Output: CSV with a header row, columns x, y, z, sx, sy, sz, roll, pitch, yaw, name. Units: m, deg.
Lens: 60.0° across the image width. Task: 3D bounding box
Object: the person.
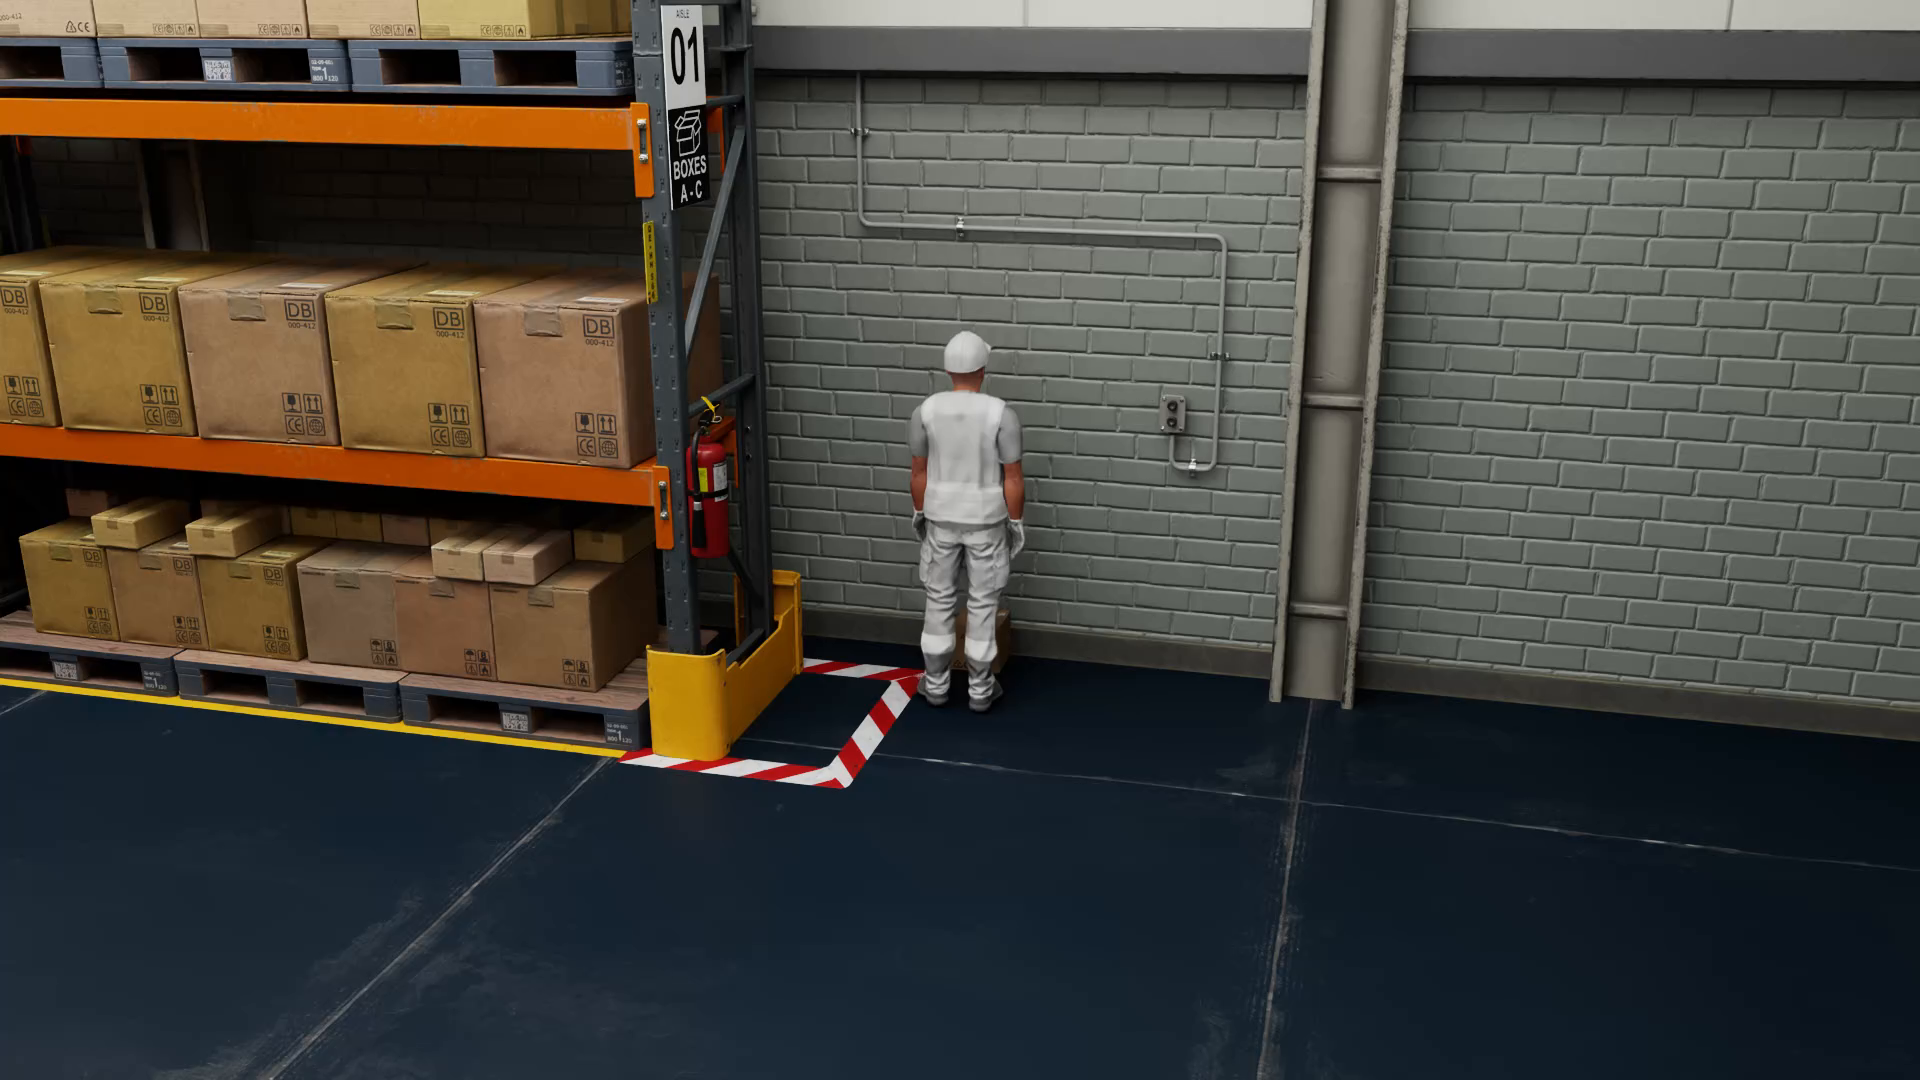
x,y,z,sx,sy,sz,roll,pitch,yaw,name
0.035,-0.083,7.723,0.554,1.800,0.325,4,19,13,person
